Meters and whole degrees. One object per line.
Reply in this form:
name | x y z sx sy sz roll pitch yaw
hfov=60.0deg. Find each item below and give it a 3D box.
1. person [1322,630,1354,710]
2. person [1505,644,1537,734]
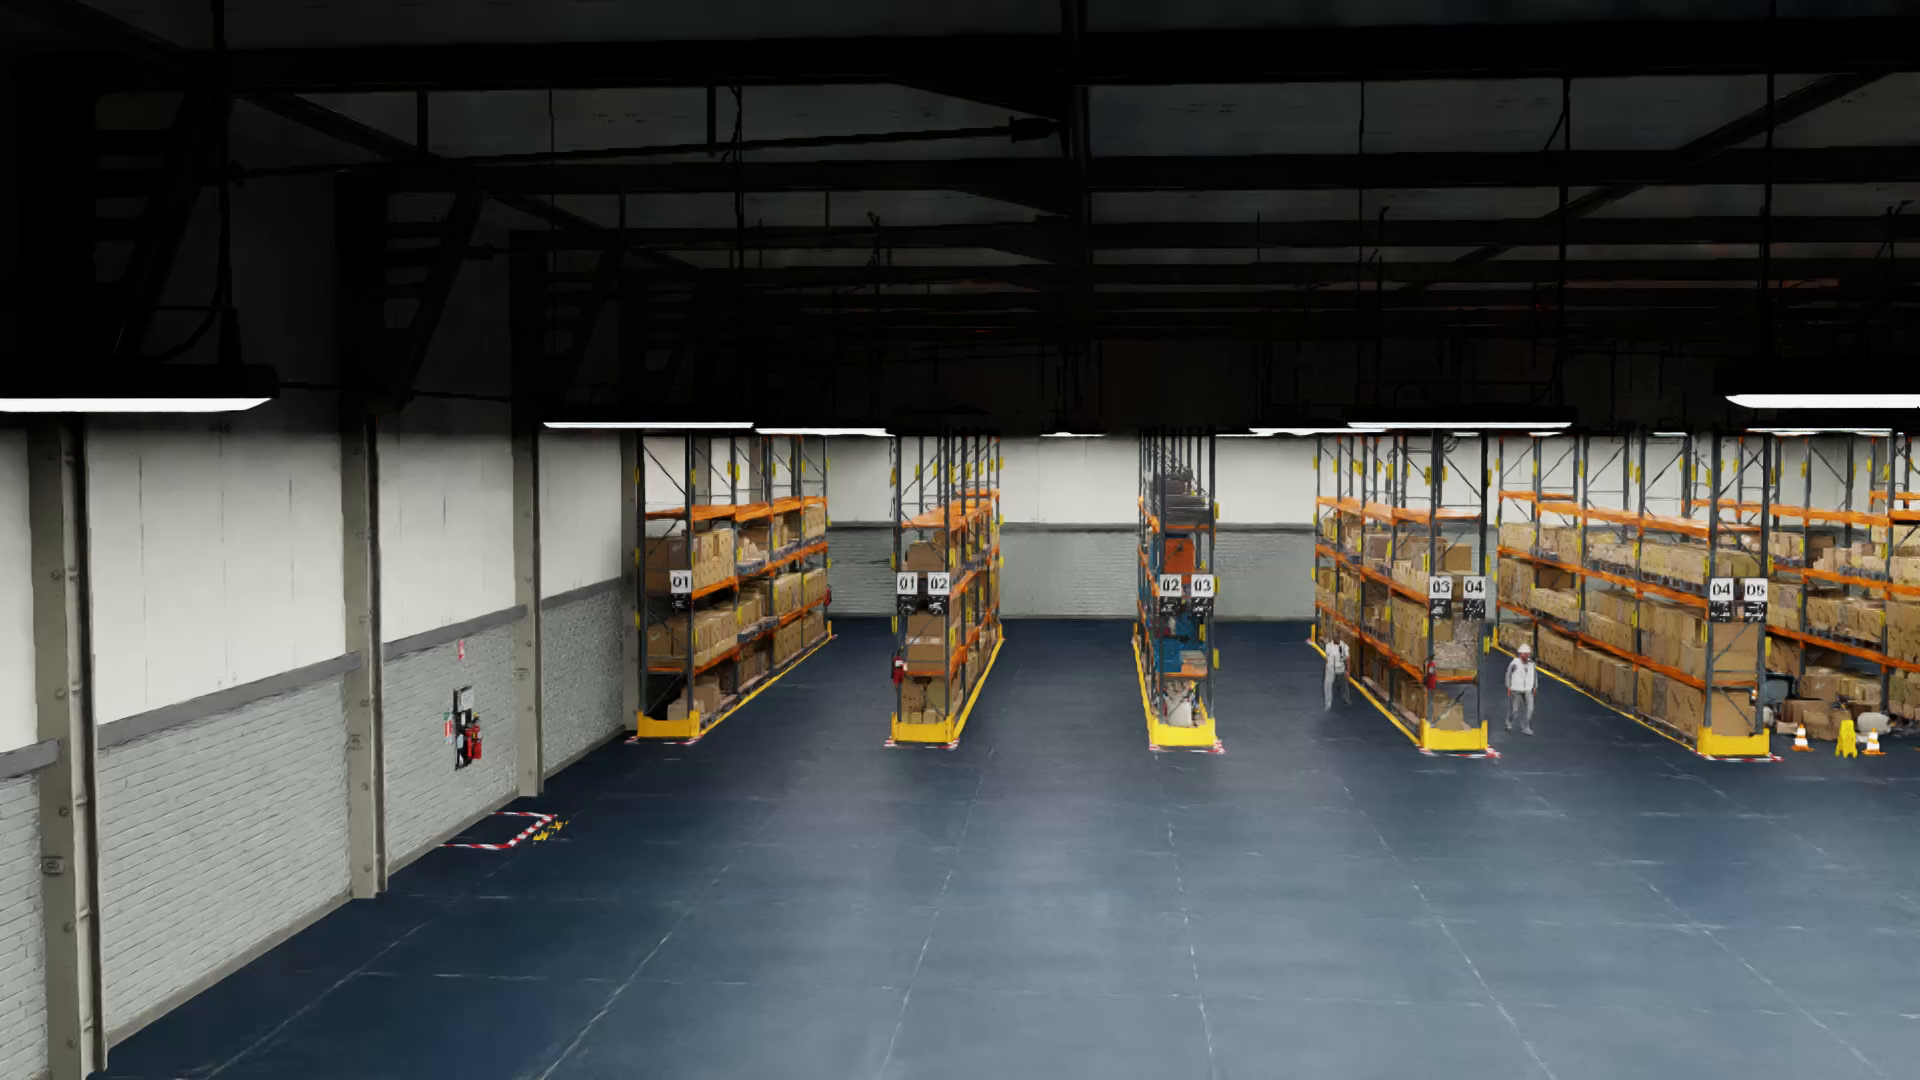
person | 7.997 2.728 35.208 0.585 1.697 0.977 2 4 25
person | 10.922 2.880 32.444 0.661 1.741 0.685 0 3 -3
